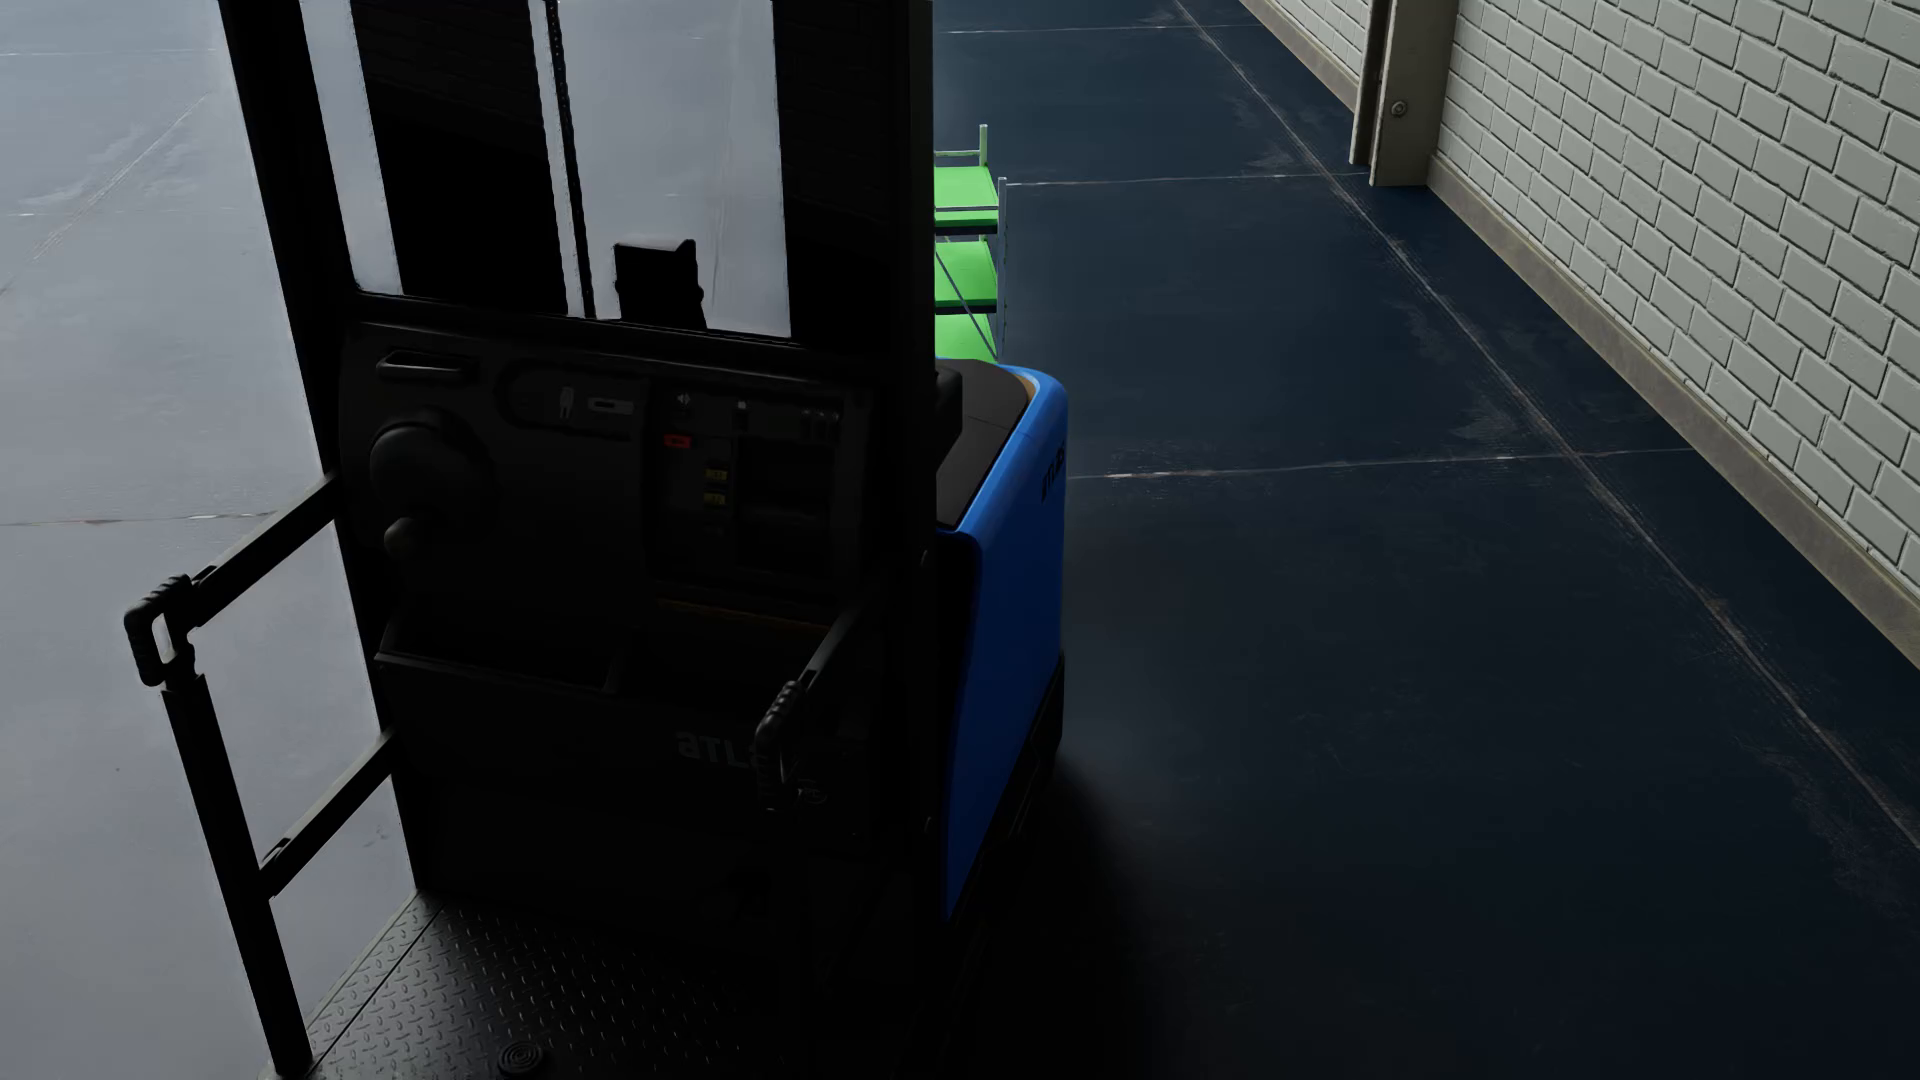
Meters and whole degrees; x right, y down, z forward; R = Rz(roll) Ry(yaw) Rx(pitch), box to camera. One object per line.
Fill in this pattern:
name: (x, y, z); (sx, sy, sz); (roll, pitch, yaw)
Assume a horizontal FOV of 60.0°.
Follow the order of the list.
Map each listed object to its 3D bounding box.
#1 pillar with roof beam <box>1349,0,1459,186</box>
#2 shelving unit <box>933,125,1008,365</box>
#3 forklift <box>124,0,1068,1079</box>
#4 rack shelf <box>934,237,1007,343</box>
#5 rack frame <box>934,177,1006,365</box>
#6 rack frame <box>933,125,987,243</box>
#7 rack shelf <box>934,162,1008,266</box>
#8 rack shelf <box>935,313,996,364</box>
pillar with roof beam: (-2.130, -5.499, 5.681); (9.100, 9.000, 0.400); (-3, 31, -5)
shelving unit: (-0.016, -0.600, 5.084); (0.258, 1.200, 0.503); (-3, 31, -5)
forklift: (-0.643, -0.070, 2.508); (1.130, 2.935, 3.031); (9, 32, 14)
rack shelf: (-0.016, -0.751, 4.994); (0.258, 0.148, 0.480); (-3, 31, -5)
rack frame: (0.007, -0.475, 4.875); (0.240, 1.200, 0.015); (-3, 31, -5)
rack frame: (-0.038, -0.724, 5.292); (0.240, 1.200, 0.015); (-3, 31, -5)
rack shelf: (-0.016, -0.957, 4.870); (0.258, 0.148, 0.480); (-3, 31, -5)
rack shelf: (-0.016, -0.545, 5.117); (0.258, 0.148, 0.480); (-3, 31, -5)
